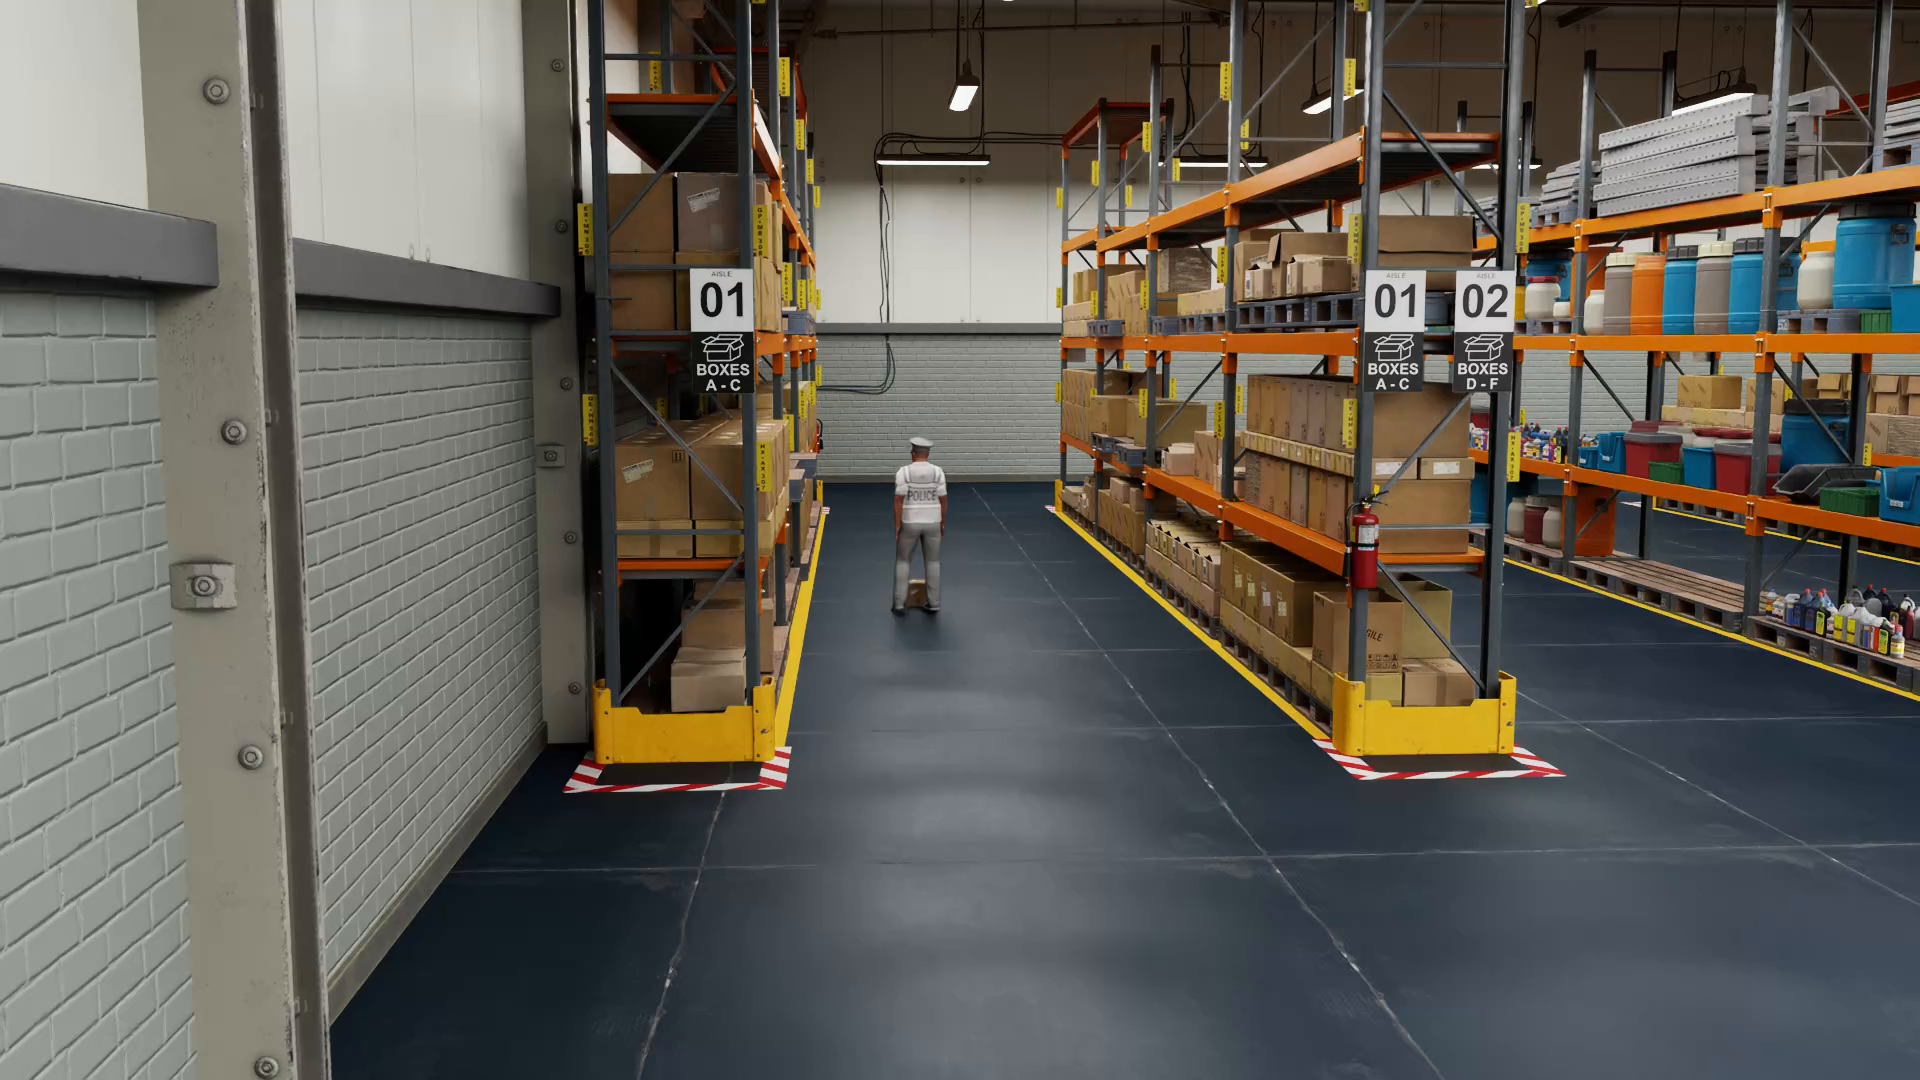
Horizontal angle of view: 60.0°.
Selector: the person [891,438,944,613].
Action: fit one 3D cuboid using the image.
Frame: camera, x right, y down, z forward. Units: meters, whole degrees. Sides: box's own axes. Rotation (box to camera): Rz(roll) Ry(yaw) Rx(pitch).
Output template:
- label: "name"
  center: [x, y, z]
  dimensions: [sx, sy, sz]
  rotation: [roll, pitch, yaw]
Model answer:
- label: "person"
  center: [-0.431, -0.138, 16.813]
  dimensions: [0.534, 1.778, 0.401]
  rotation: [0, 7, -3]
